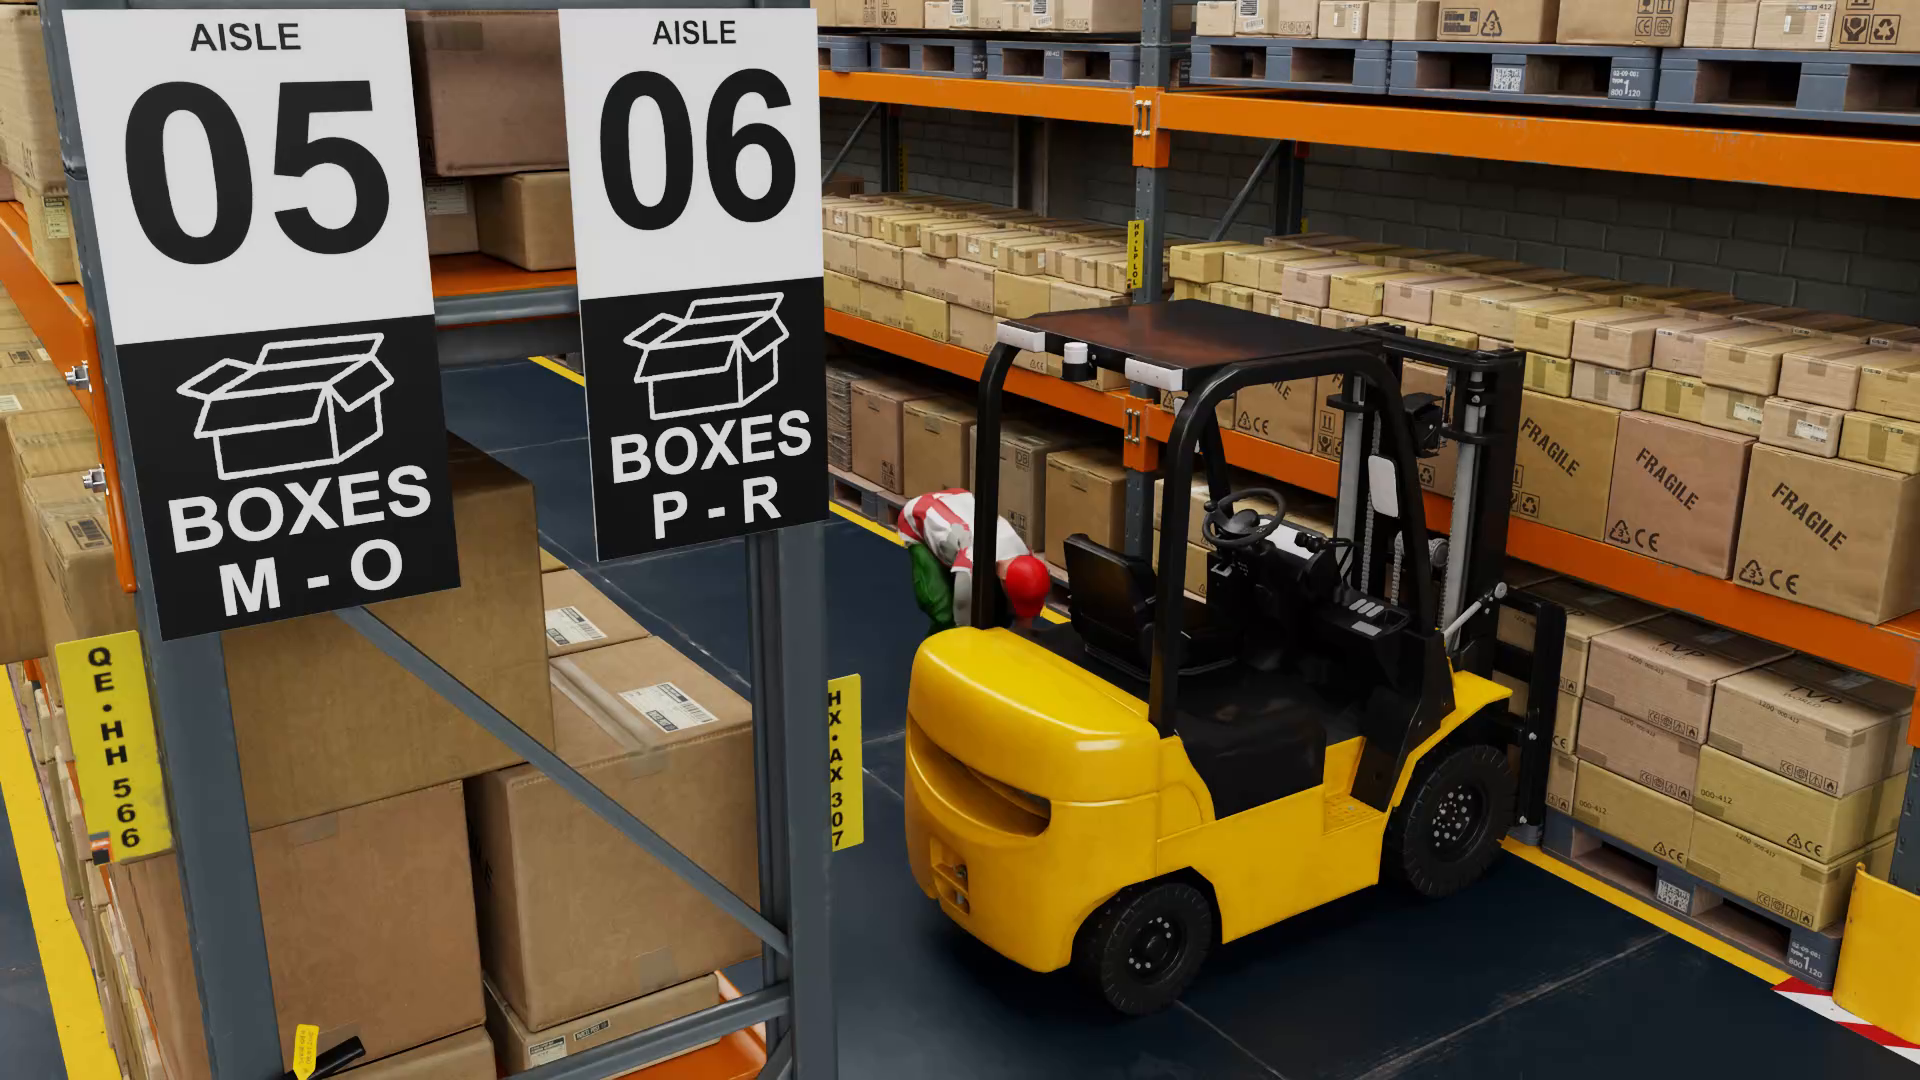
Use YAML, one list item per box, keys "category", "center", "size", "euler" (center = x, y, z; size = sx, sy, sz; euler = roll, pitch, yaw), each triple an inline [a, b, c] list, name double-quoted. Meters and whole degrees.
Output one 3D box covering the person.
- category: "person"
  center: [0.091, 0.317, 7.767]
  size: [0.510, 1.024, 0.955]
  euler: [-13, 22, -34]
